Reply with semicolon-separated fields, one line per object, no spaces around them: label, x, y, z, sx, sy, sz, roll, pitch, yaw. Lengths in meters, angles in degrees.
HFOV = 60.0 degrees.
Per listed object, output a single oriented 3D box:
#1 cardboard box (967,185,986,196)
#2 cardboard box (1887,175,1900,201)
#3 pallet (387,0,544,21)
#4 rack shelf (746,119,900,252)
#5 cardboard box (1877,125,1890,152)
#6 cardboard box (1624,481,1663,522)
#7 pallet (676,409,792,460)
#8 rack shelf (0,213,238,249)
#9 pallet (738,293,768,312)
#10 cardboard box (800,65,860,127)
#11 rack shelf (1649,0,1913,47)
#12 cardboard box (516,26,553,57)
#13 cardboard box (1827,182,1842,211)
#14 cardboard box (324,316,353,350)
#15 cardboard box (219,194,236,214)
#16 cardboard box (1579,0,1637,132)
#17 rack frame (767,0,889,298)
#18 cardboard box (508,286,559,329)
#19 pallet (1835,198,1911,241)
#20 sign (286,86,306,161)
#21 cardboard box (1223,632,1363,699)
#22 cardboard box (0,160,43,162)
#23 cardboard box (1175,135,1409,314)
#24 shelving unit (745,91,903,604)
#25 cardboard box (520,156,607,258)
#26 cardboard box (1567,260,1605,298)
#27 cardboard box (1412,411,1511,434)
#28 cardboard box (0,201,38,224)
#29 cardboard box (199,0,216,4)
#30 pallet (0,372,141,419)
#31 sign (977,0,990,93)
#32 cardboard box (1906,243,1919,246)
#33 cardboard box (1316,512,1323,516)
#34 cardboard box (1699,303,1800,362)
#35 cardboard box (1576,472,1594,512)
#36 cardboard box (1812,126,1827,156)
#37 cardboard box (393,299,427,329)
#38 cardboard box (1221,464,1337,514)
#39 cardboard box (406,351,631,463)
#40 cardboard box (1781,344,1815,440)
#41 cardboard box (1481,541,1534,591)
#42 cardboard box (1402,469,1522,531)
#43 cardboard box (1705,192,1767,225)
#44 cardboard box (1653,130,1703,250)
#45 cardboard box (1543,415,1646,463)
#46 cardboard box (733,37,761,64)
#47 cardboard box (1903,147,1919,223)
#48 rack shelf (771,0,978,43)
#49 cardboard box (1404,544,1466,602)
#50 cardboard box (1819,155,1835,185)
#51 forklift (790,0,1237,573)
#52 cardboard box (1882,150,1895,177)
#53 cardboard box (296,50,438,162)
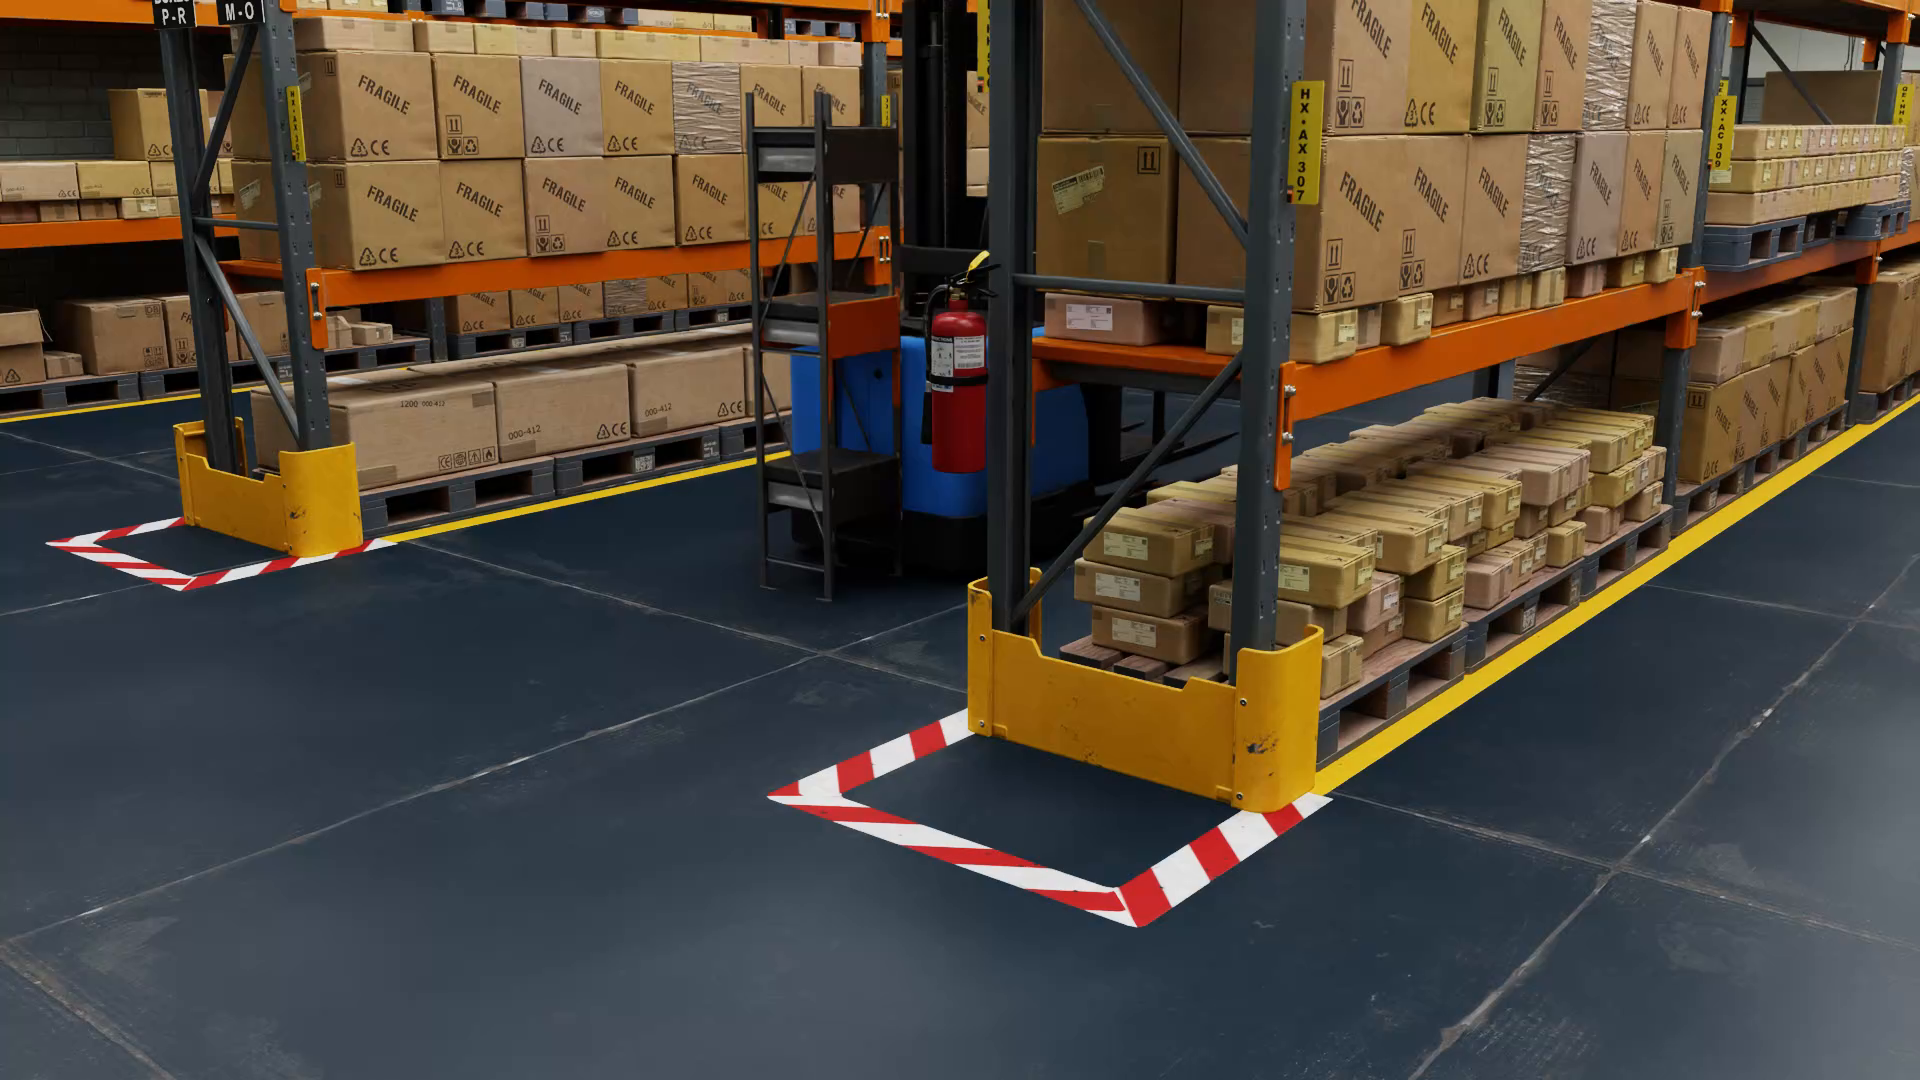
cardboard box;-0.080;-2.327;11.497;0.500;0.250;0.500;11;18;36
cardboard box;5.590;-2.193;10.320;0.380;0.149;0.250;12;18;38
pallet;-4.284;-4.501;14.040;1.213;0.211;1.003;11;18;38
rack shelf;-0.565;-1.489;6.934;0.431;0.518;0.480;10;17;34
cardboard box;5.266;-2.384;9.865;0.380;0.149;0.250;12;19;39
cardboard box;3.047;-0.205;7.774;0.380;0.149;0.250;12;18;38
pallet;-1.424;-0.772;10.734;1.003;0.211;1.213;11;18;38
rack shelf;-6.006;-2.293;12.518;1.077;0.370;4.000;11;18;38
pallet;-1.687;-2.591;17.893;1.003;0.211;1.213;11;18;38
cardboard box;-0.967;-2.657;10.257;0.500;0.500;0.500;11;18;37
rack shelf;4.285;-2.999;9.204;1.077;0.370;4.000;11;18;38
cardboard box;-2.324;-2.569;8.591;0.380;0.149;0.250;11;18;38
cardboard box;4.611;-1.895;9.149;0.380;0.149;0.250;10;17;35
cardboard box;-5.095;-1.683;13.354;0.396;0.266;0.258;12;19;40
cardboard box;-5.618;-2.565;12.637;0.380;0.149;0.250;12;18;38
cardboard box;2.290;-1.860;6.516;0.500;0.500;0.500;12;18;39
rack frame;-0.886;-2.257;10.917;1.000;3.000;0.127;11;18;38
cardboard box;-3.943;-2.178;14.829;0.500;0.500;0.500;11;18;37
pallet;5.177;-2.031;10.414;1.213;0.211;1.003;11;18;38
sign;-2.972;-1.862;7.442;0.100;0.325;0.005;11;18;38
cardboard box;1.092;0.383;5.461;0.380;0.149;0.250;12;18;39
cardboard box;-6.855;-2.558;11.800;0.500;0.250;0.500;11;18;38
cardboard box;1.011;-0.981;5.083;0.500;0.500;0.500;12;19;40
shelving unit;-0.565;-0.824;7.103;0.431;2.100;0.503;10;17;34
cardboard box;-2.245;-1.783;8.847;0.500;0.500;0.500;11;18;37
cardboard box;2.410;-1.088;6.822;0.380;0.149;0.250;10;18;35
cardboard box;2.311;-0.487;7.678;0.380;0.149;0.250;11;18;37
cardboard box;-6.581;-2.269;11.473;0.380;0.149;0.250;11;18;37
cardboard box;-5.579;-4.004;12.208;0.380;0.149;0.250;11;18;38
pallet;-6.715;-1.074;11.924;1.003;0.211;1.213;11;18;38
sign;0.095;-1.549;5.134;0.100;0.325;0.005;11;18;38
cardboard box;8.506;-2.326;14.650;0.875;0.875;0.875;12;18;38
cardboard box;1.264;-0.057;6.587;0.380;0.149;0.250;12;18;38
cardboard box;4.355;-1.166;9.322;0.500;0.250;0.500;12;19;40
cardboard box;2.528;-0.227;7.255;0.380;0.149;0.250;11;18;38
cardboard box;4.286;-2.085;8.686;0.380;0.149;0.250;11;18;37
cardboard box;-4.670;-2.157;14.744;0.500;0.500;0.500;11;18;37
cardboard box;1.254;-0.204;6.562;0.380;0.149;0.250;12;19;40
cardboard box;-2.494;-0.771;9.418;0.875;0.438;0.875;12;18;39
cardboard box;4.683;-0.900;9.796;0.500;0.500;0.500;10;18;35
cardboard box;2.054;0.084;6.636;0.380;0.149;0.250;11;18;38
cardboard box;1.919;-0.158;6.380;0.380;0.149;0.250;12;18;38
cardboard box;3.633;-1.597;7.973;0.380;0.149;0.250;10;17;35
cardboard box;2.944;-1.567;7.392;0.500;0.500;0.500;11;18;38
cardboard box;2.877;-0.457;7.560;0.380;0.149;0.250;12;18;38
cardboard box;-1.391;-2.865;9.759;0.380;0.149;0.250;11;18;37
cardboard box;6.352;-2.467;11.540;0.500;0.500;0.500;11;18;37
rack shelf;0.371;-3.746;12.144;1.077;0.370;4.000;11;18;38
cardboard box;1.590;0.092;6.001;0.380;0.149;0.250;12;19;39
cardboard box;4.454;-1.993;8.929;0.380;0.149;0.250;11;18;37
forklift;0.469;-1.582;8.398;1.130;2.935;3.031;10;17;34
cardboard box;5.419;-2.286;10.083;0.380;0.149;0.250;12;19;40
cardboard box;-2.876;-2.072;7.954;0.500;0.500;0.500;11;18;36
